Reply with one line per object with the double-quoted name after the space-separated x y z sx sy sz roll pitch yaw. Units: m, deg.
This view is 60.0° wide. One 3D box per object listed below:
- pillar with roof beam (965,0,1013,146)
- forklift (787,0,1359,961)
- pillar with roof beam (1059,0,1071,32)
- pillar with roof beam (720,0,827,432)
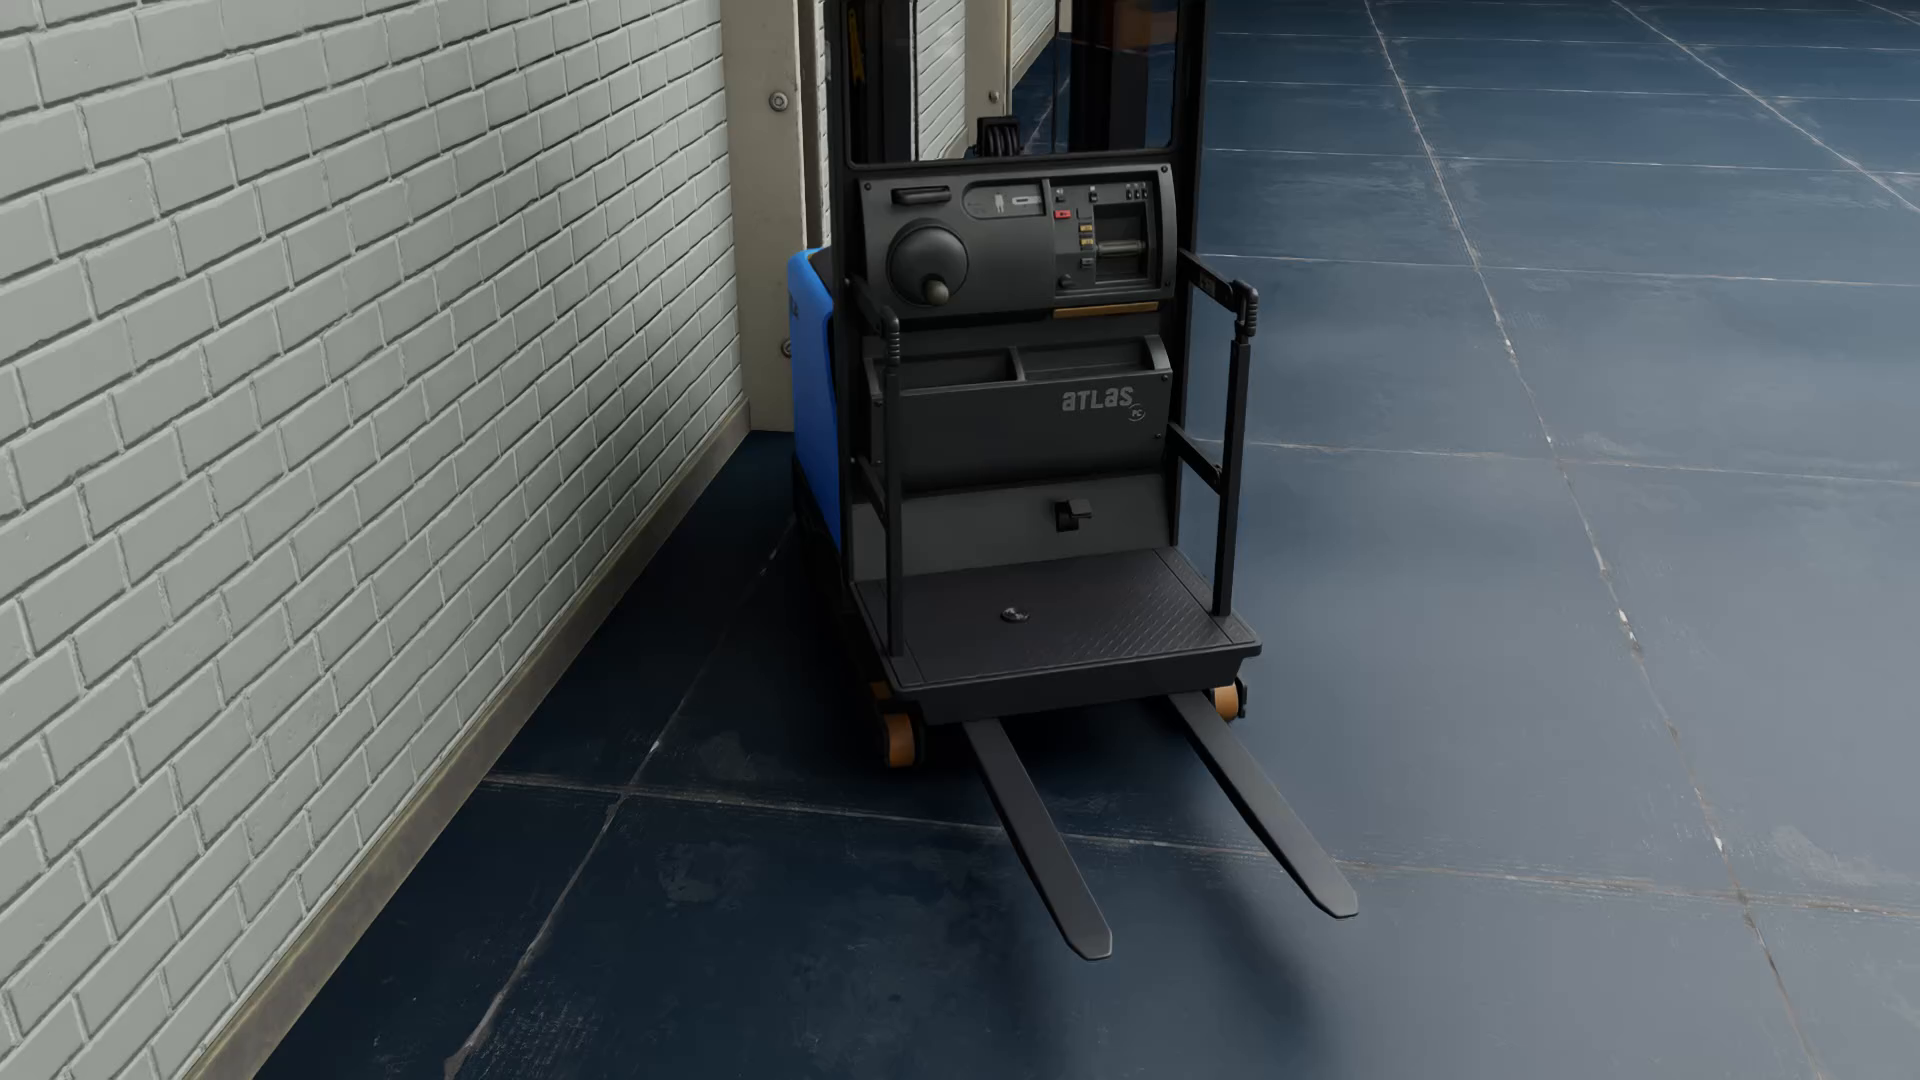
4.460 -6.846 10.261 9.100 9.000 0.400 4 25 9 "pillar with roof beam"
0.230 -0.843 4.594 1.130 2.935 3.031 -6 26 -13 "forklift"
5.441 -9.355 15.622 9.100 9.000 0.400 4 25 9 "pillar with roof beam"
3.480 -4.337 4.900 9.100 9.000 0.400 4 25 9 "pillar with roof beam"
